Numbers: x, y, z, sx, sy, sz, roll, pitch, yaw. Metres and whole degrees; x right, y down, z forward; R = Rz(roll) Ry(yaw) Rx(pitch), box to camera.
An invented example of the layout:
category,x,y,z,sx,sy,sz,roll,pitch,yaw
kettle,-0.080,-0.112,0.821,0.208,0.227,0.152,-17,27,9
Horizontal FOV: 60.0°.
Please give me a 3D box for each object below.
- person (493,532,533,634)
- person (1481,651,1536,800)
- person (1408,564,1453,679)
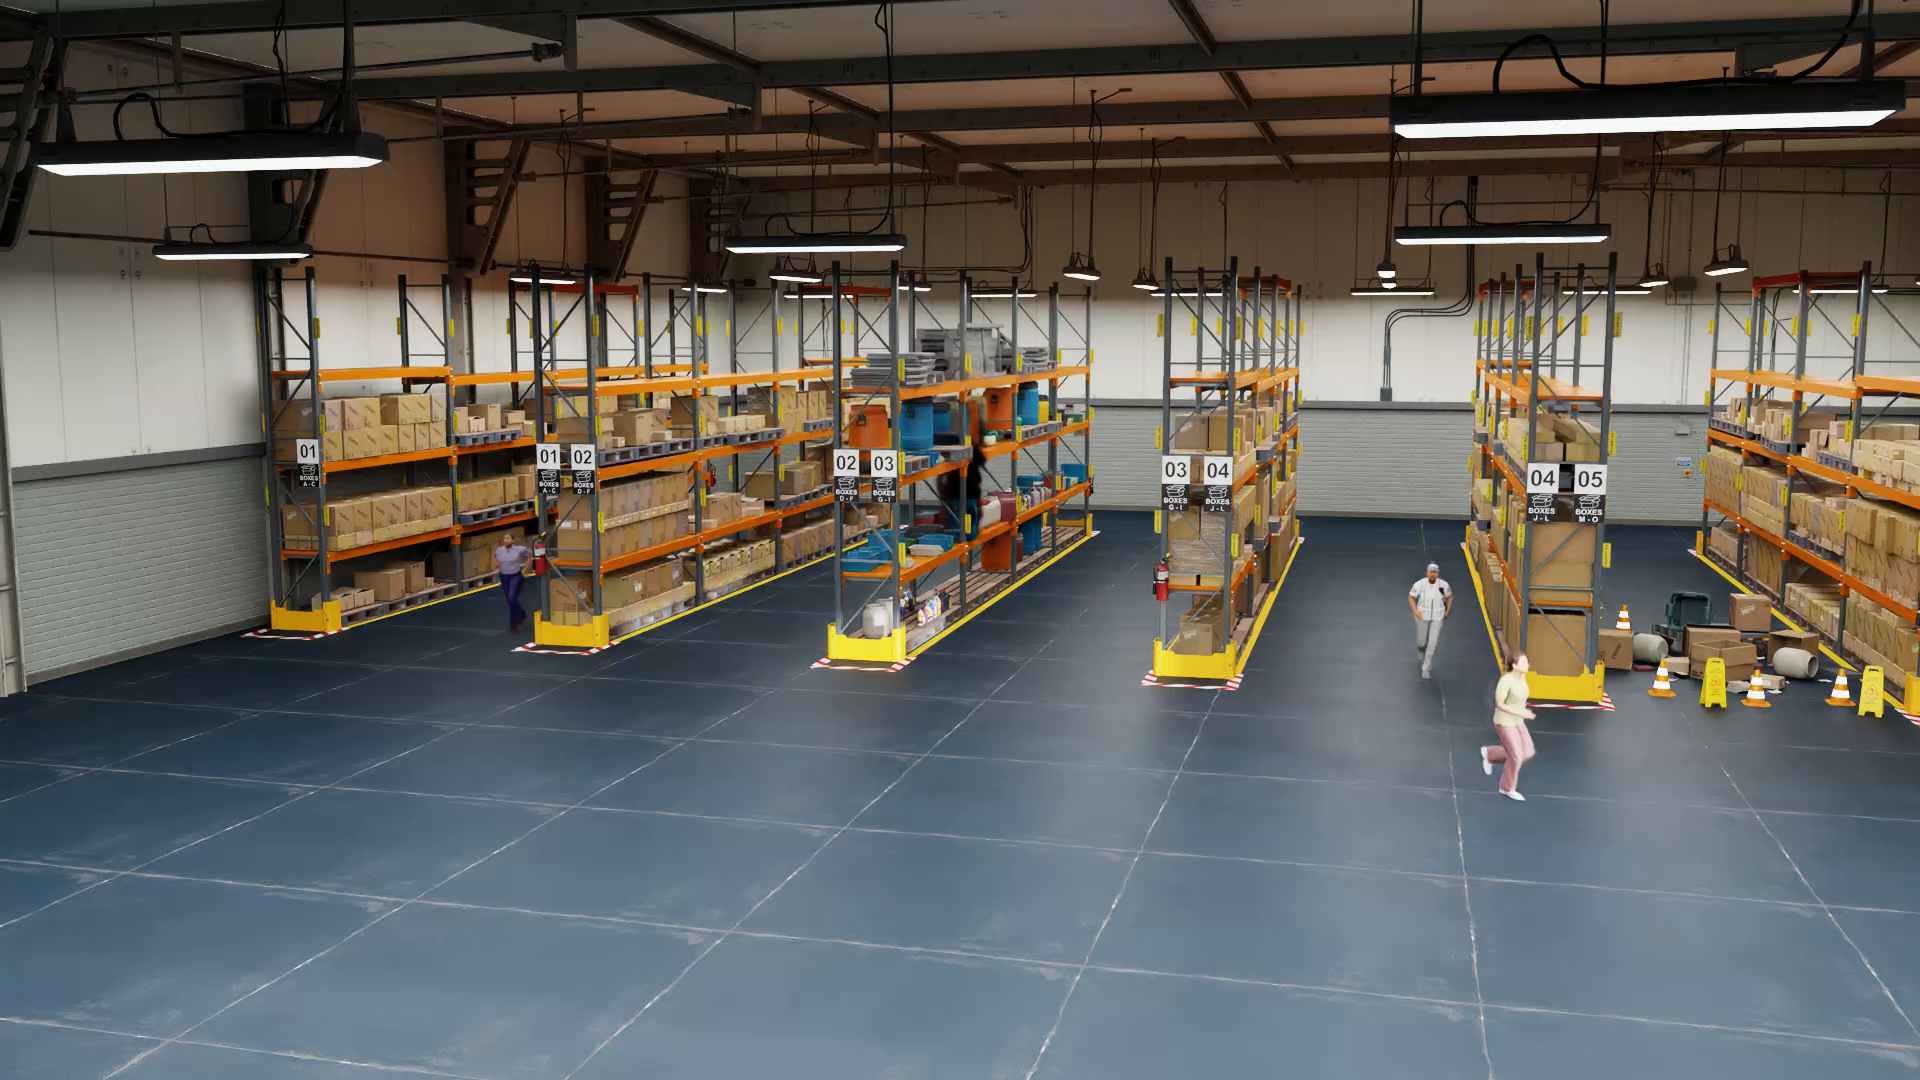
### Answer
category,x,y,z,sx,sy,sz,roll,pitch,yaw
person,-7.449,0.703,27.713,0.578,1.702,0.815,2,7,13
person,5.892,1.969,17.800,0.618,1.624,0.640,-7,10,-43
person,6.840,1.149,24.194,0.630,1.650,0.750,1,7,11
